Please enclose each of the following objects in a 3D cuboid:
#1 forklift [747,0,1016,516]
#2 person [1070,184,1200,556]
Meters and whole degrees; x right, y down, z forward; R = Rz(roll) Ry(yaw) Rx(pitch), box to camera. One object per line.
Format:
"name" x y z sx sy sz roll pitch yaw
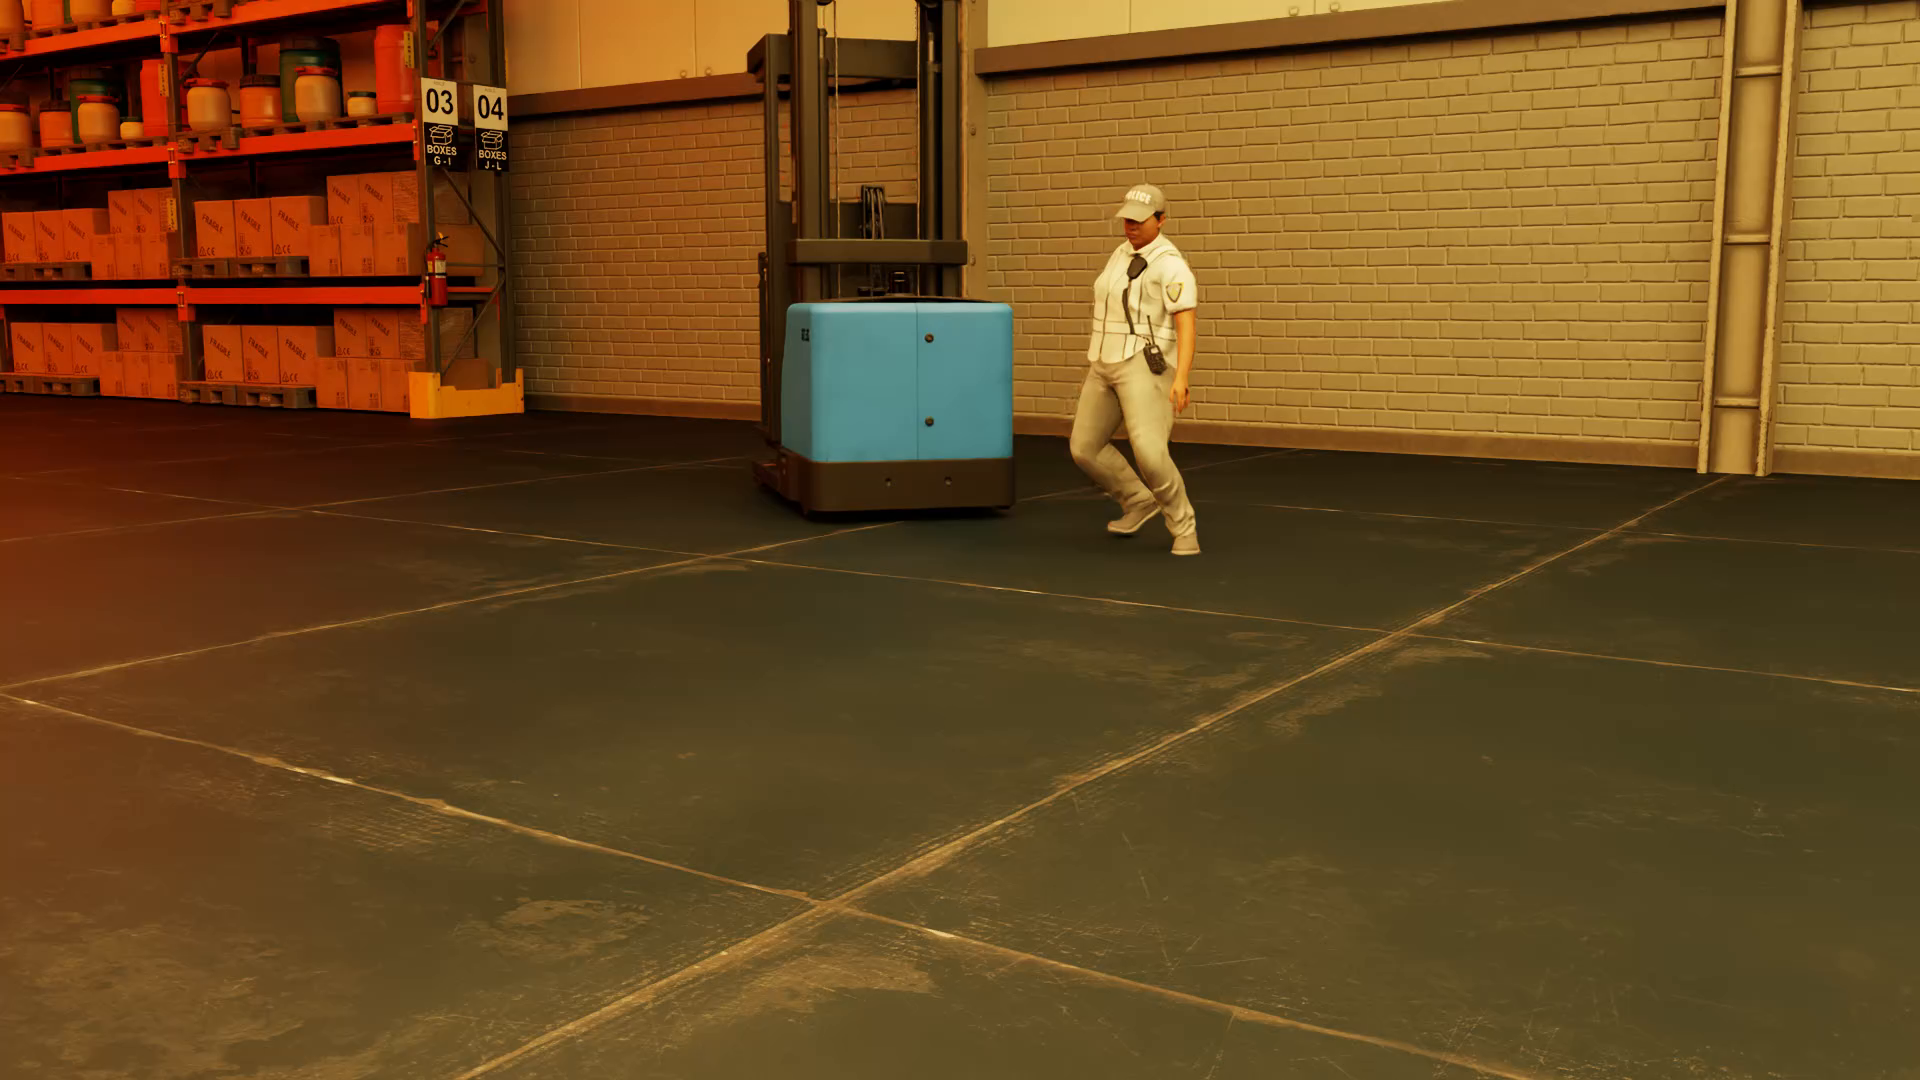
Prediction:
"forklift" -0.592 -1.739 9.420 1.130 2.935 3.031 -2 8 -15
"person" 0.806 -0.765 7.403 0.483 1.591 0.838 -4 9 -28
